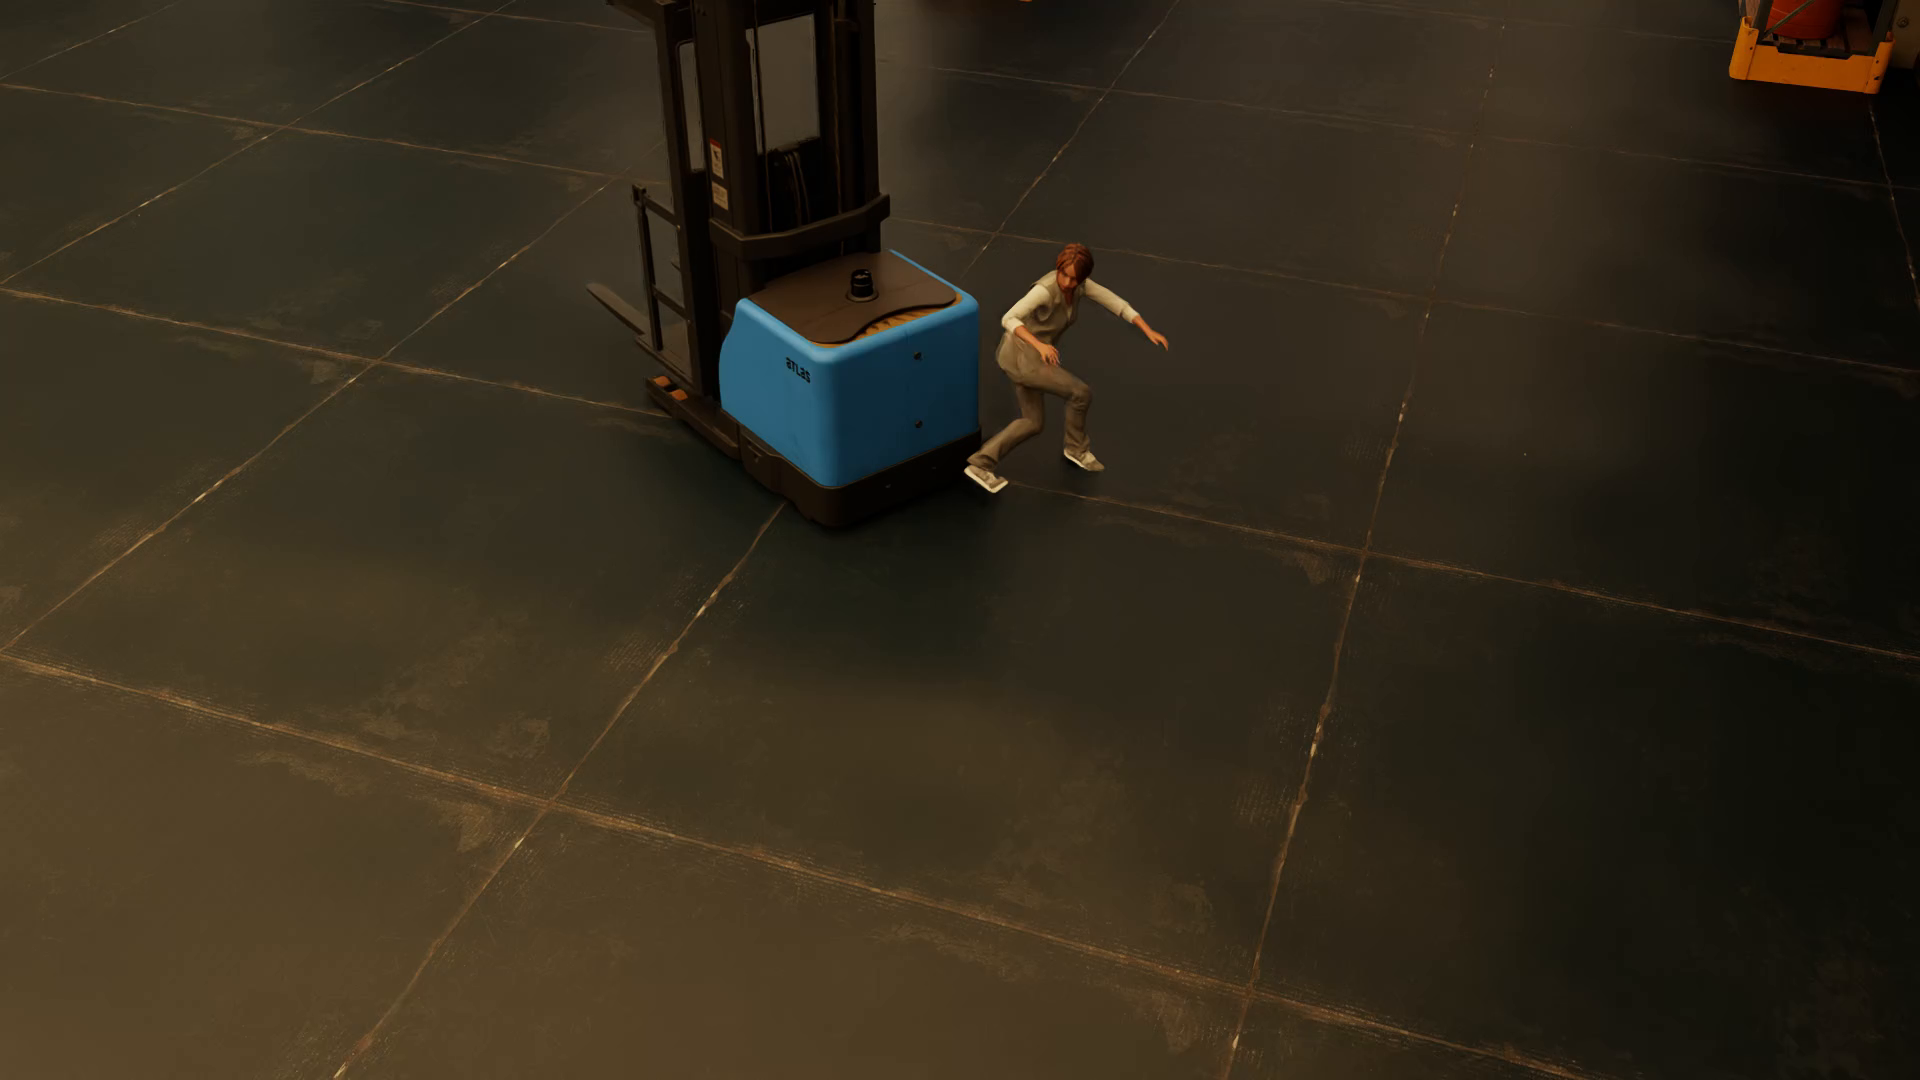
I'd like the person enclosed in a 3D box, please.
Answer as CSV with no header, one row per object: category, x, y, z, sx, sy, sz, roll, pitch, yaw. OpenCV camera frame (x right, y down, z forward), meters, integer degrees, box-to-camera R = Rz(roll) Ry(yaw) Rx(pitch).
person,0.553,-0.846,8.687,1.034,1.396,0.758,4,36,6

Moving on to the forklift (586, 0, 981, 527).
forklift,-1.184,-2.057,9.012,1.130,2.935,3.031,-24,42,-30
